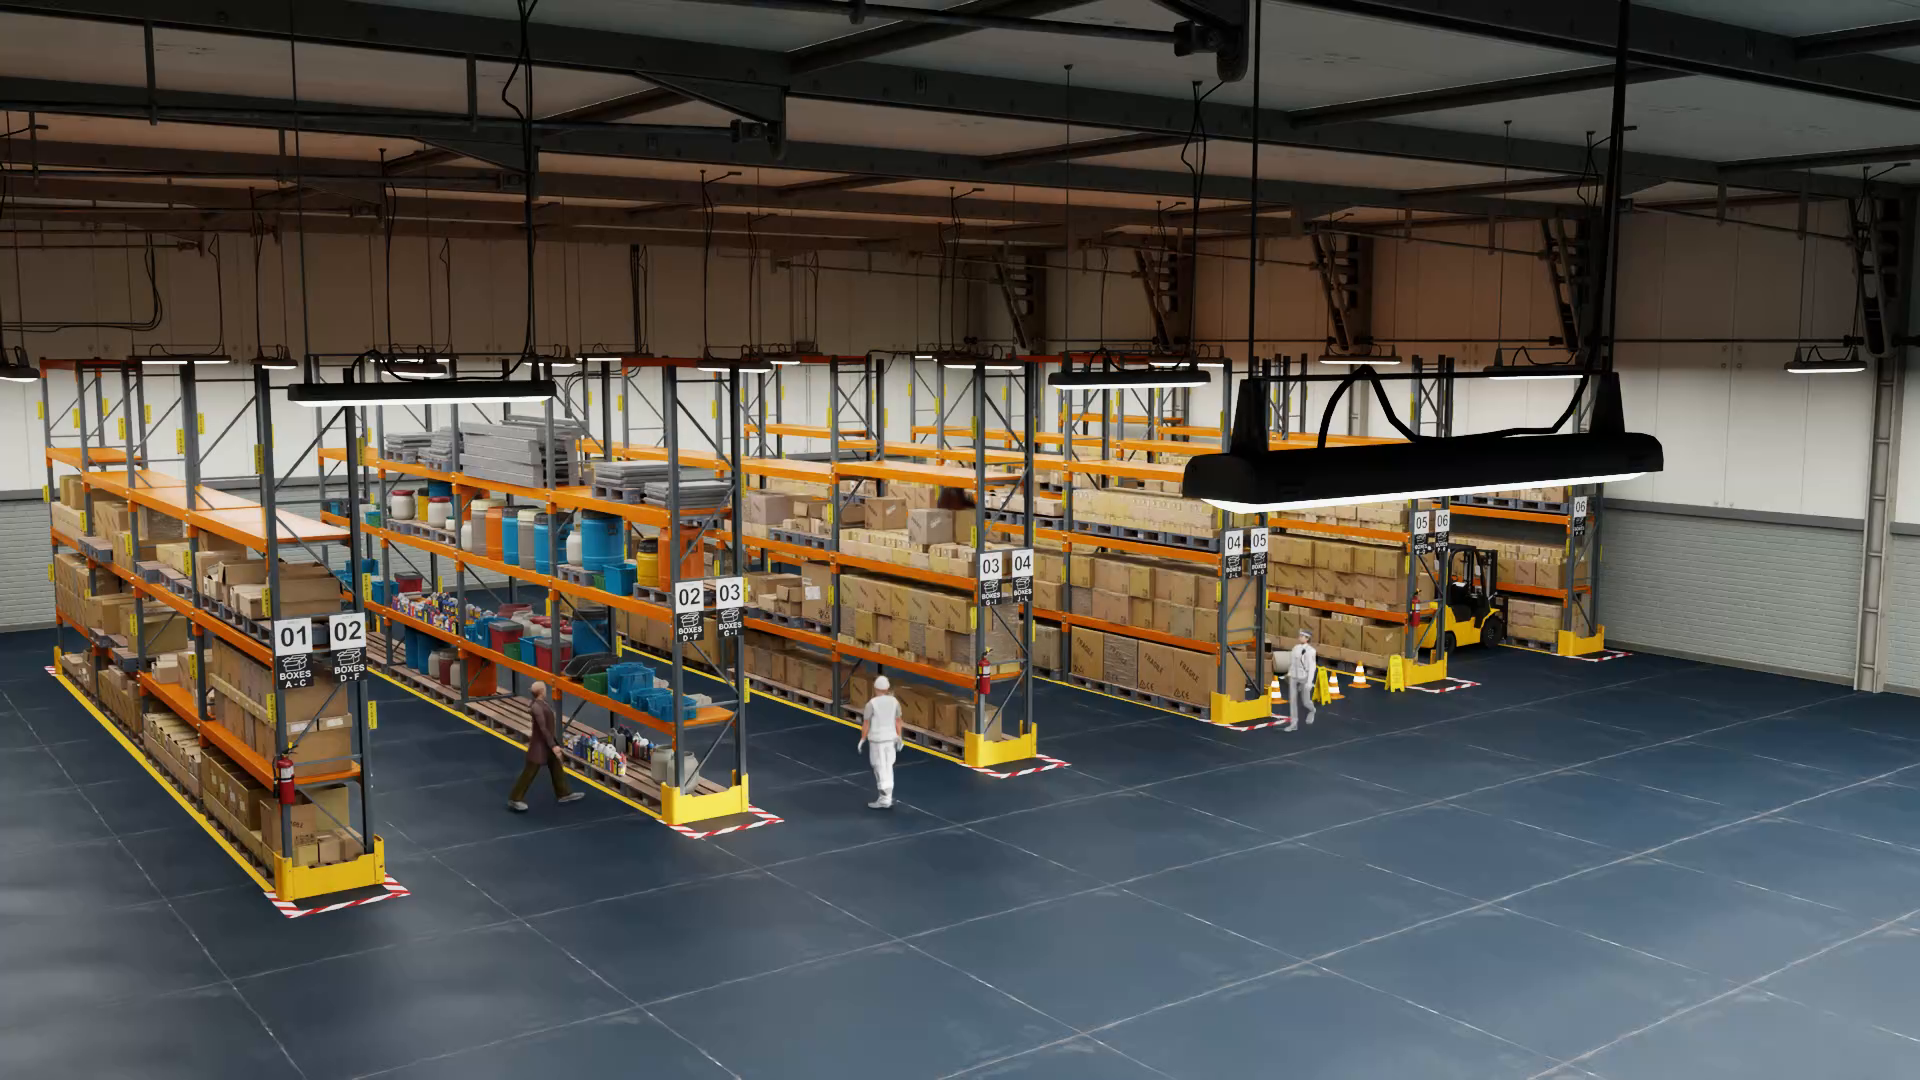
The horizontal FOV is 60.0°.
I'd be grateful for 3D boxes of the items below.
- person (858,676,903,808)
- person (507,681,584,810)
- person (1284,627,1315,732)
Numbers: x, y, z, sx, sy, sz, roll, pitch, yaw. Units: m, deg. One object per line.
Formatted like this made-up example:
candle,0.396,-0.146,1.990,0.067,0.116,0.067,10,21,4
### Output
person,-1.065,2.740,22.580,0.620,1.810,0.387,-4,8,-31
person,-5.654,2.763,22.583,0.988,1.743,0.687,-1,7,-6
person,5.562,2.250,27.041,0.484,1.677,0.647,4,8,29
